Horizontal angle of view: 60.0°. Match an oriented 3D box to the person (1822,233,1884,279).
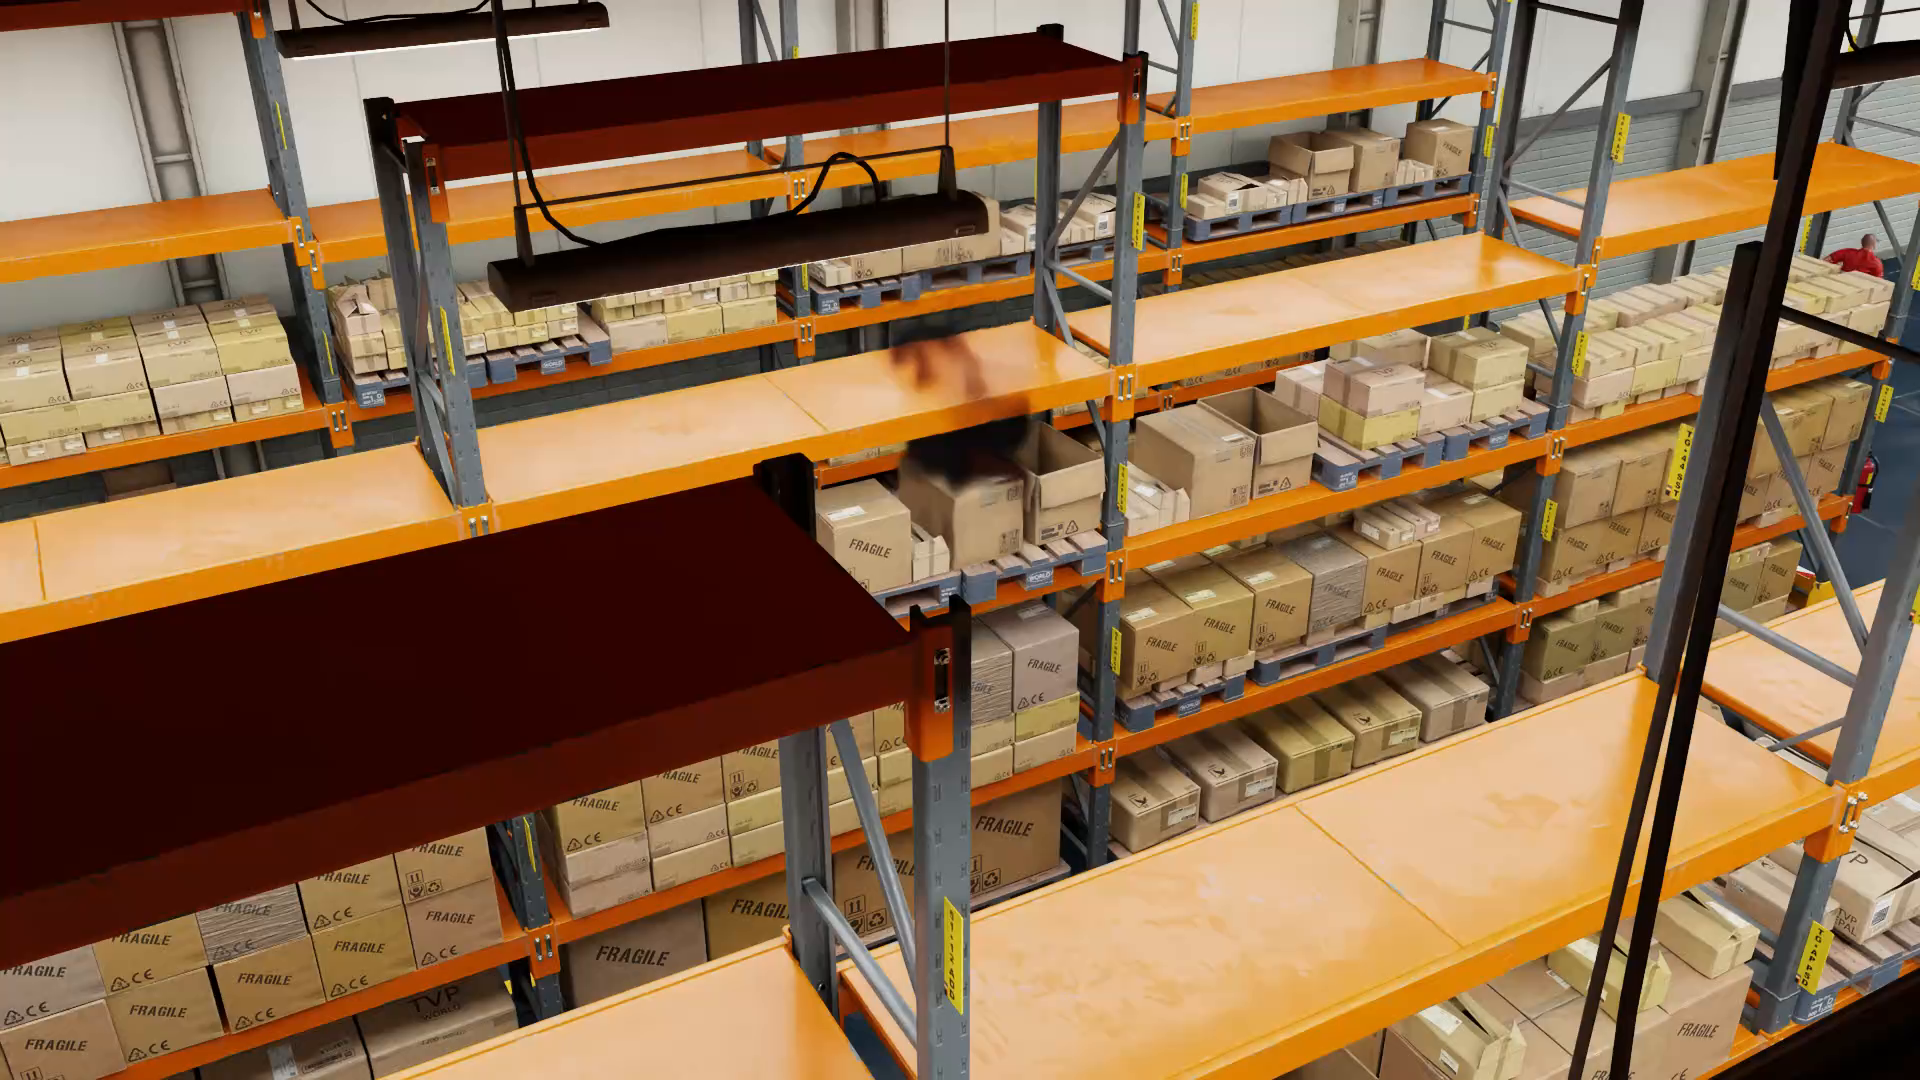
[{"bbox_3d":[11.086,-2.975,20.791,0.848,1.745,0.690,-16,32,-27],"label":"person"}]
